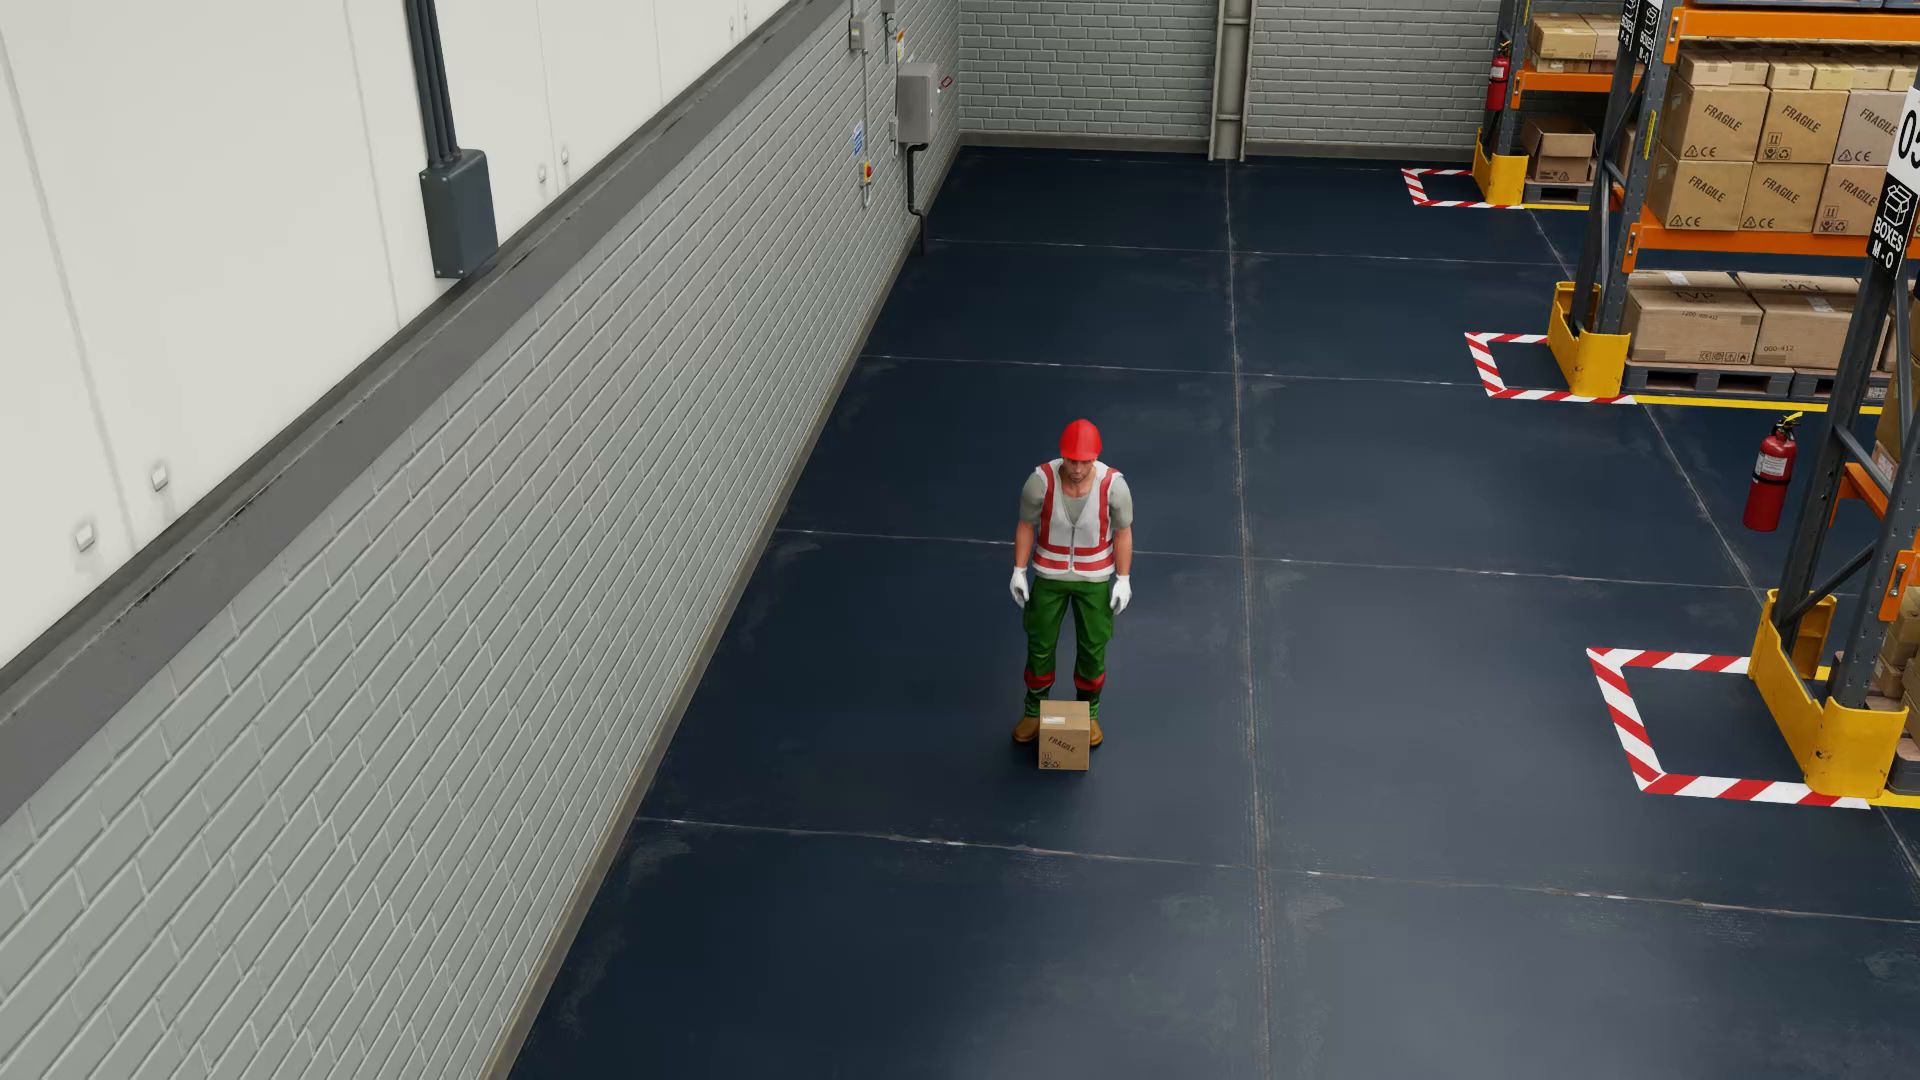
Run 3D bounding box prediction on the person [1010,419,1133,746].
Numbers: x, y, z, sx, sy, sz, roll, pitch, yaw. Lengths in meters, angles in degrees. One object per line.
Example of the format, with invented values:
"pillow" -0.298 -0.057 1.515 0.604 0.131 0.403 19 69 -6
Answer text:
"person" 0.547 0.203 8.228 0.604 1.778 0.453 3 28 6
